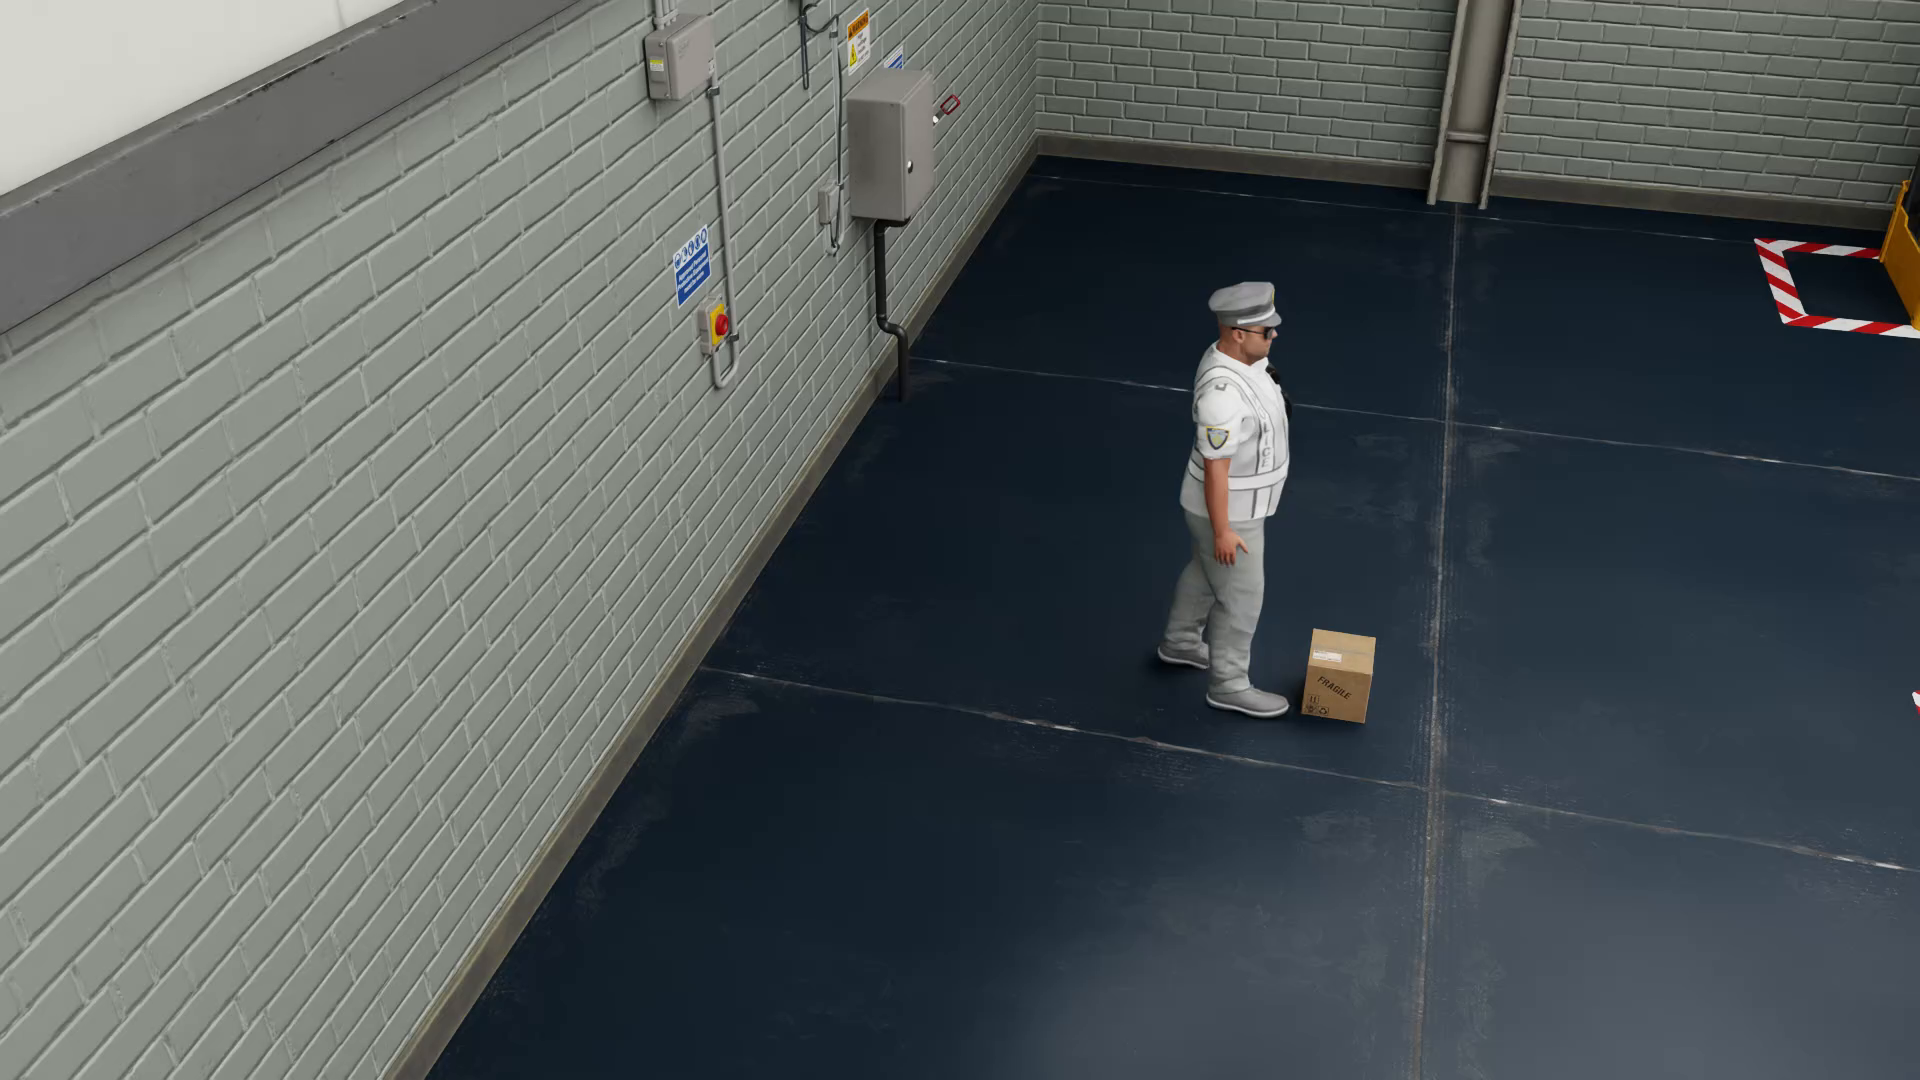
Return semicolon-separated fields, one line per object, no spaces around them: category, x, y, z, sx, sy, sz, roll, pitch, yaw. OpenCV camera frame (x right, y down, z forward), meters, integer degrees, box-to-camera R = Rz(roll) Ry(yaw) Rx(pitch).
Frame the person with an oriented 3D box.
person;1.080;-0.149;6.361;0.560;1.770;0.535;9;34;13
